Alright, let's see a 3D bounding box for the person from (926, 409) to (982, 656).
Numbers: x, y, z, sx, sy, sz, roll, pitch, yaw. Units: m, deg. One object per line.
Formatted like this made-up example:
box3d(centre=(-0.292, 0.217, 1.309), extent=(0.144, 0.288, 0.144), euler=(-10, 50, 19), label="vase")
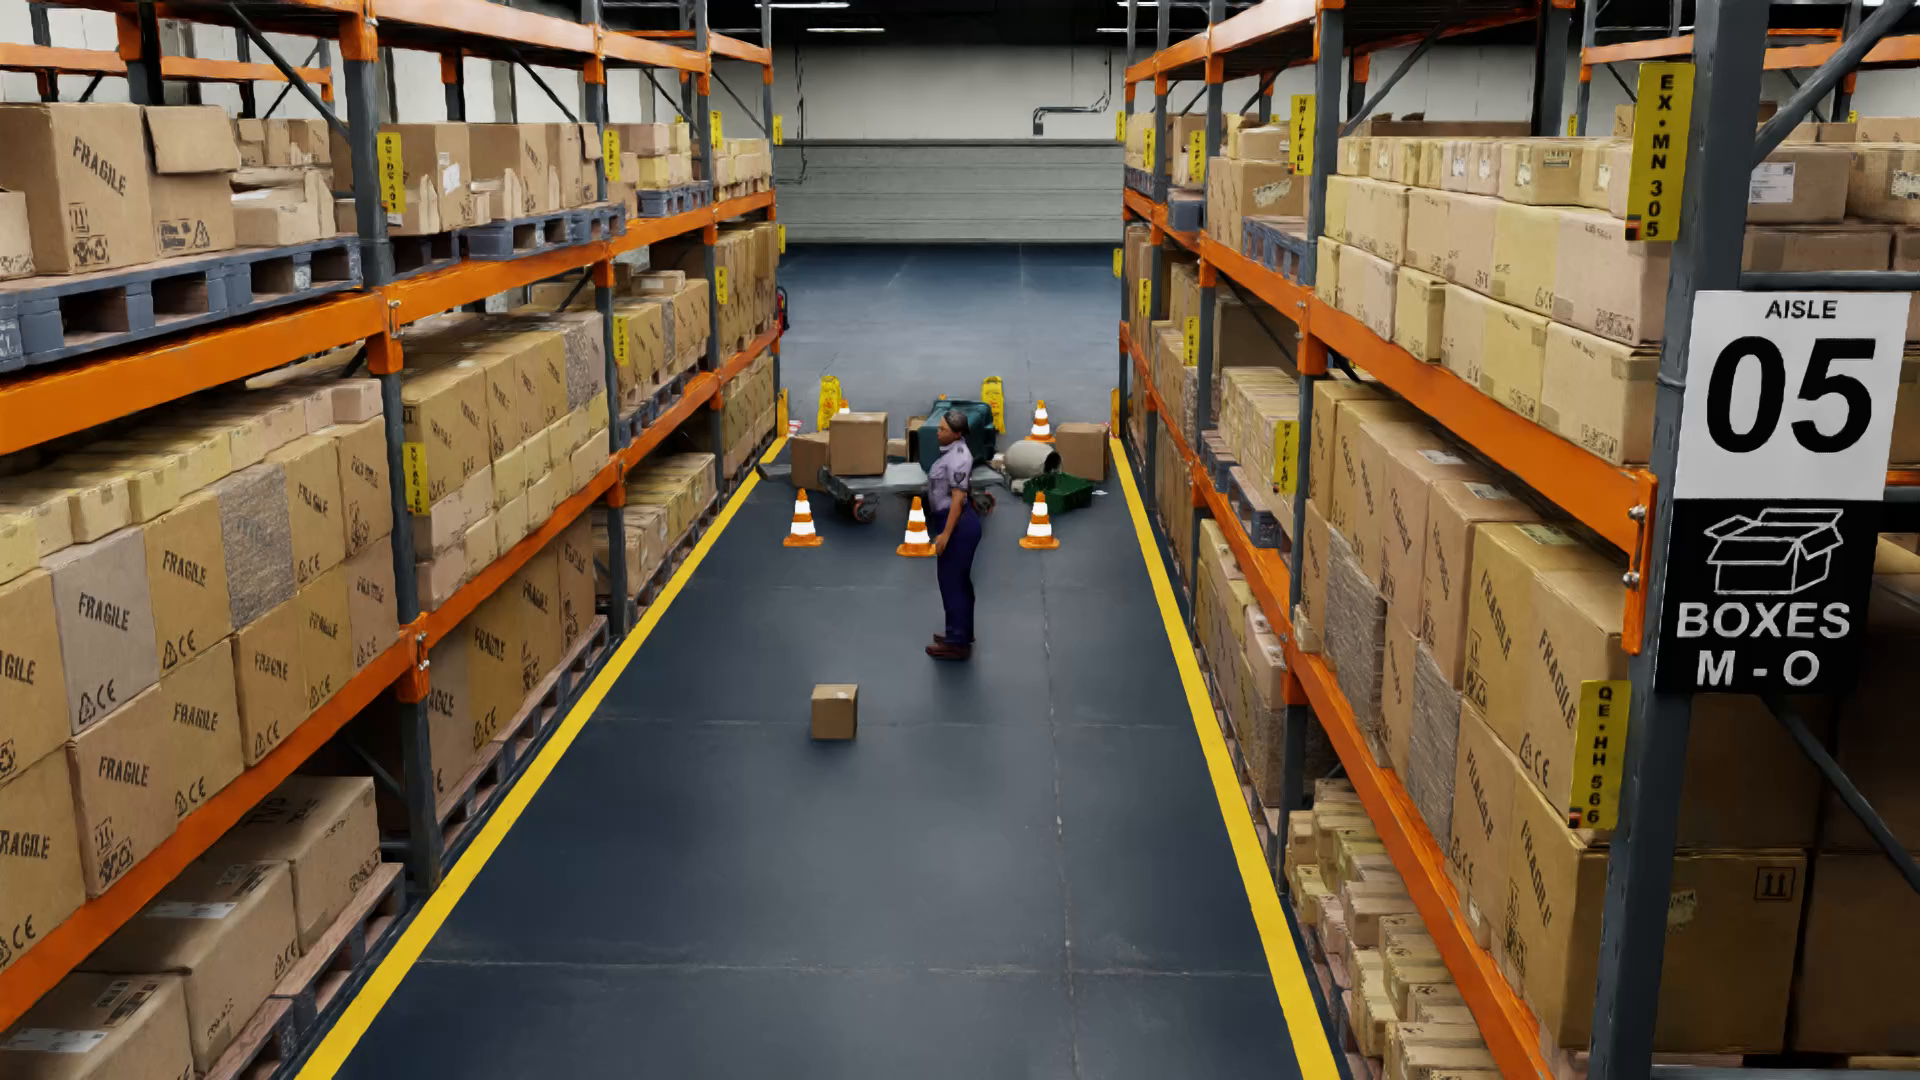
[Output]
box3d(centre=(-0.048, -0.056, 11.171), extent=(0.379, 1.656, 0.520), euler=(-1, 14, -2), label="person")
